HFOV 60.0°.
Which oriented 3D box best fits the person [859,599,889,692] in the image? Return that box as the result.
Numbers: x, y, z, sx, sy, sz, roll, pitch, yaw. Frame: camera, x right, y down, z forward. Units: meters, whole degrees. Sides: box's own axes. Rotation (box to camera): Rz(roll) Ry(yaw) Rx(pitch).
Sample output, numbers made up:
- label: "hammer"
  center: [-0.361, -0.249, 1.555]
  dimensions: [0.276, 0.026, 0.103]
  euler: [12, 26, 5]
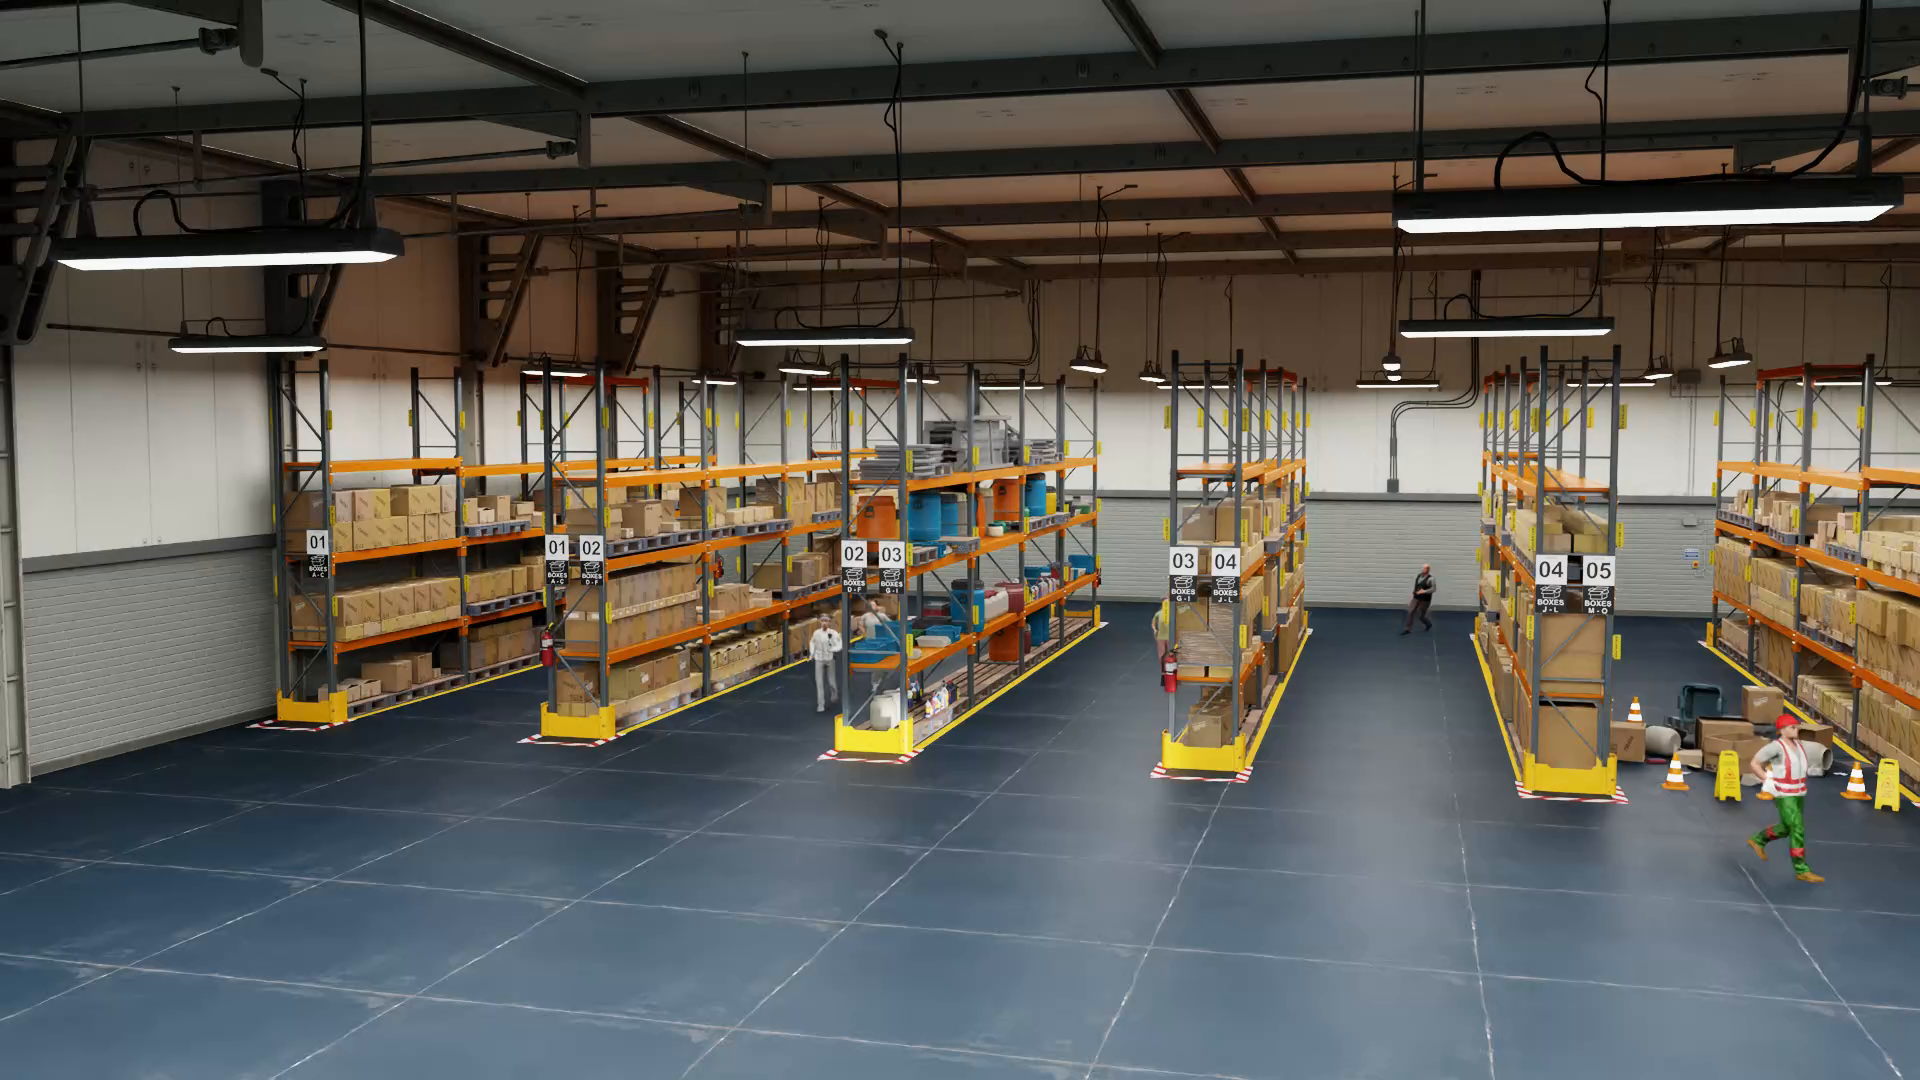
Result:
- label: "person"
  center: [-1.604, 1.953, 30.967]
  dimensions: [0.555, 1.725, 0.761]
  euler: [1, 4, 18]

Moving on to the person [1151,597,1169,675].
- label: "person"
  center: [3.937, 1.902, 31.813]
  dimensions: [0.578, 1.619, 0.569]
  euler: [1, 4, 13]

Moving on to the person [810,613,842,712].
- label: "person"
  center: [-2.359, 2.089, 28.766]
  dimensions: [0.570, 1.669, 0.836]
  euler: [1, 4, 7]

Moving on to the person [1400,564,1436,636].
- label: "person"
  center: [10.750, 1.382, 38.569]
  dimensions: [0.891, 1.677, 0.709]
  euler: [-3, 5, -36]

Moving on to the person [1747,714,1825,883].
- label: "person"
  center: [9.051, 2.790, 18.211]
  dimensions: [0.665, 1.768, 0.981]
  euler: [-2, 5, -30]
